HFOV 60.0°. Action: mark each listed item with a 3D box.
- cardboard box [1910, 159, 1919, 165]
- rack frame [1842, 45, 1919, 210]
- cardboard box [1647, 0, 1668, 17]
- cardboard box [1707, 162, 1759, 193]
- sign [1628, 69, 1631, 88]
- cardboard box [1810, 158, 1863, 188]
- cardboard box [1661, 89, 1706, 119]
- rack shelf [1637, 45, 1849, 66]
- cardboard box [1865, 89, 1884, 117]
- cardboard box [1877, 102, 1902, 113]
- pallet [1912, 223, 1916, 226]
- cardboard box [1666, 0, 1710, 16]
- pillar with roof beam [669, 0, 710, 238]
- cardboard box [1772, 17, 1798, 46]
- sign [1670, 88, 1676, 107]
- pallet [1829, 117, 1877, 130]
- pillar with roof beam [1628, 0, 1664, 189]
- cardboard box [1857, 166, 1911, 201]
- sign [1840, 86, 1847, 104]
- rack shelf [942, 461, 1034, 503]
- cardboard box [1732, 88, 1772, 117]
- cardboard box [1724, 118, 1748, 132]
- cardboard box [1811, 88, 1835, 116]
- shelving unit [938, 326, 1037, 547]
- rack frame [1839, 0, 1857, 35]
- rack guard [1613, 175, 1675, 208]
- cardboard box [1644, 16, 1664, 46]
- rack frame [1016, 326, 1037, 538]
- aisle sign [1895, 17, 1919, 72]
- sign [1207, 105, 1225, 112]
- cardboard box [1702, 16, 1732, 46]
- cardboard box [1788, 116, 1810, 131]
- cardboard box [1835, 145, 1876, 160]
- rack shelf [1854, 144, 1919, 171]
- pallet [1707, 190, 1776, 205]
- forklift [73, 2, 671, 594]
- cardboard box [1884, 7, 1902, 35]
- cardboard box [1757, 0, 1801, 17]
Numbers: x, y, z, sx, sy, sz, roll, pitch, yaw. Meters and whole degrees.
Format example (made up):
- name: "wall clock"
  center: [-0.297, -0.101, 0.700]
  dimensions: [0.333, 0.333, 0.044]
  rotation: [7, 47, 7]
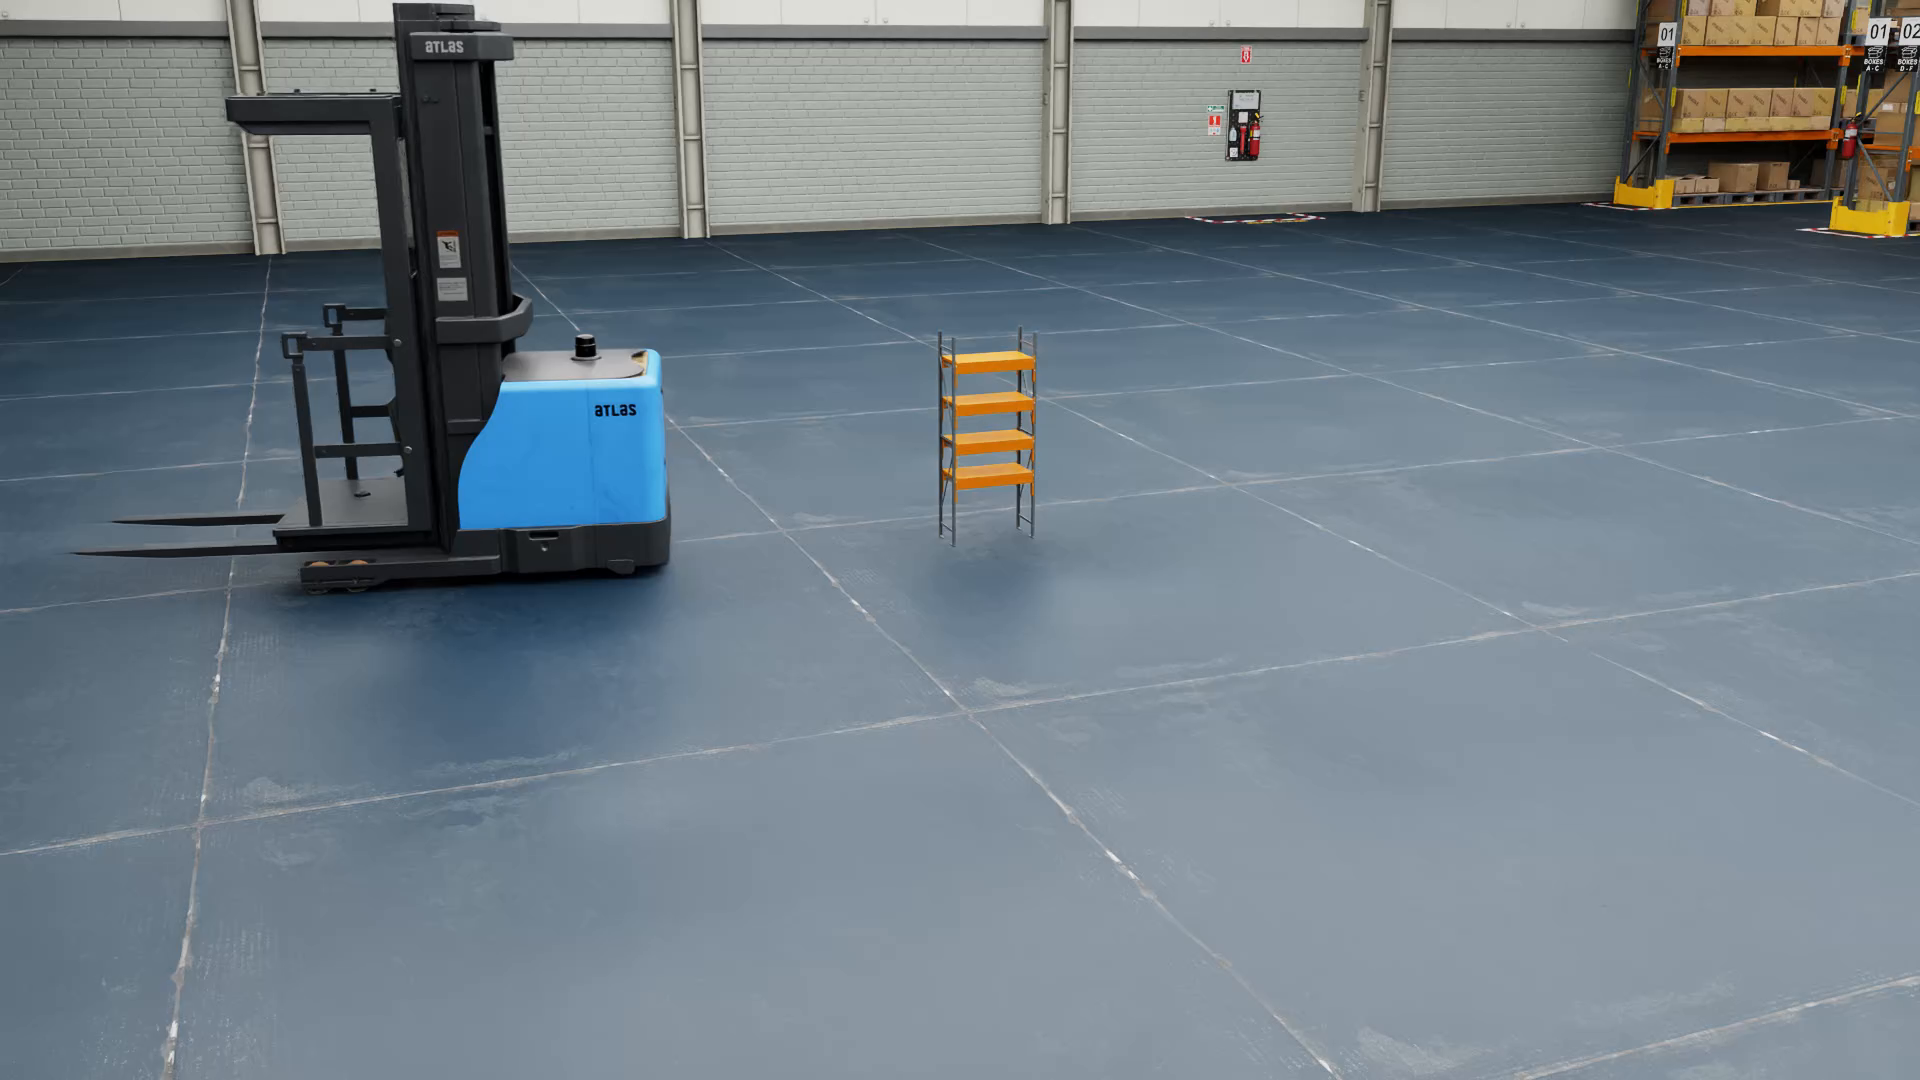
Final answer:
- name: "cardboard box"
  center: [18.274, -7.222, 32.522]
  dimensions: [0.500, 0.500, 0.700]
  rotation: [-6, 17, -20]
- name: "rack frame"
  center: [14.210, -6.266, 25.611]
  dimensions: [0.127, 3.000, 1.000]
  rotation: [-6, 17, -20]
- name: "cardboard box"
  center: [12.743, -9.657, 29.850]
  dimensions: [0.500, 0.500, 0.500]
  rotation: [-5, 17, -18]
- name: "cardboard box"
  center: [14.347, -6.745, 30.898]
  dimensions: [0.500, 0.500, 0.700]
  rotation: [-7, 18, -24]
- name: "sign"
  center: [12.254, -8.424, 30.345]
  dimensions: [0.005, 0.325, 0.100]
  rotation: [-6, 17, -20]
- name: "cardboard box"
  center: [16.850, -7.062, 31.979]
  dimensions: [0.500, 0.500, 0.700]
  rotation: [-6, 17, -18]
- name: "cardboard box"
  center: [12.987, -7.835, 29.855]
  dimensions: [0.500, 0.500, 0.500]
  rotation: [-6, 17, -20]
- name: "rack shelf"
  center: [14.301, -8.864, 30.414]
  dimensions: [4.000, 0.370, 1.077]
  rotation: [-6, 17, -20]
- name: "cardboard box"
  center: [17.181, -8.328, 31.675]
  dimensions: [0.500, 0.500, 0.700]
  rotation: [-4, 17, -14]
- name: "cardboard box"
  center: [14.498, -6.714, 25.808]
  dimensions: [0.250, 0.149, 0.380]
  rotation: [-6, 18, -21]
- name: "pallet"
  center: [16.046, -5.138, 26.719]
  dimensions: [1.213, 0.211, 1.003]
  rotation: [-6, 17, -20]
- name: "cardboard box"
  center: [12.880, -9.520, 29.382]
  dimensions: [0.500, 0.500, 0.500]
  rotation: [-8, 18, -24]
- name: "pillar with roof beam"
  center: [-2.490, -7.798, 20.181]
  dimensions: [0.400, 9.000, 9.100]
  rotation: [-6, 17, -20]
- name: "cardboard box"
  center: [14.805, -9.239, 30.201]
  dimensions: [0.500, 0.500, 0.500]
  rotation: [-7, 18, -22]
- name: "sign"
  center: [12.628, -7.841, 29.440]
  dimensions: [0.005, 0.325, 0.100]
  rotation: [-6, 17, -20]
- name: "pallet"
  center: [16.935, -7.919, 31.581]
  dimensions: [1.213, 0.211, 1.003]
  rotation: [-6, 17, -20]
- name: "pillar with roof beam"
  center: [14.318, -9.613, 26.361]
  dimensions: [0.400, 9.000, 9.100]
  rotation: [-6, 17, -20]
- name: "cardboard box"
  center: [14.604, -5.640, 26.284]
  dimensions: [0.500, 0.500, 0.500]
  rotation: [-6, 17, -20]
- name: "sign"
  center: [16.370, -8.245, 30.816]
  dimensions: [0.005, 0.325, 0.100]
  rotation: [-6, 17, -20]
- name: "rack shelf"
  center: [0.155, -0.337, 9.561]
  dimensions: [0.480, 0.148, 0.258]
  rotation: [-6, 17, -20]
- name: "cardboard box"
  center: [14.415, -7.988, 30.376]
  dimensions: [0.500, 0.500, 0.500]
  rotation: [-6, 17, -18]
- name: "cardboard box"
  center: [13.961, -7.578, 30.310]
  dimensions: [0.500, 0.250, 0.500]
  rotation: [-6, 18, -21]
- name: "cardboard box"
  center: [15.838, -8.140, 30.895]
  dimensions: [0.500, 0.500, 0.500]
  rotation: [-6, 17, -20]
- name: "shelving unit"
  center: [0.155, -0.592, 9.486]
  dimensions: [0.503, 1.200, 0.258]
  rotation: [-6, 17, -20]
- name: "rack frame"
  center: [16.169, -10.850, 30.576]
  dimensions: [0.127, 3.000, 1.000]
  rotation: [-6, 17, -20]
- name: "rack guard"
  center: [12.505, -6.377, 30.426]
  dimensions: [0.348, 0.500, 1.175]
  rotation: [-6, 17, -20]
- name: "cardboard box"
  center: [12.733, -9.174, 29.979]
  dimensions: [0.500, 0.500, 0.500]
  rotation: [-5, 17, -16]
- name: "rack frame"
  center: [0.382, -0.617, 9.570]
  dimensions: [0.015, 1.200, 0.240]
  rotation: [-6, 17, -20]
- name: "aisle sign"
  center: [14.258, -7.426, 24.948]
  dimensions: [0.004, 0.787, 0.394]
  rotation: [-6, 17, -20]
- name: "sign"
  center: [4.308, -7.264, 28.006]
  dimensions: [0.331, 0.109, 0.001]
  rotation: [-6, 17, -20]
- name: "cardboard box"
  center: [13.350, -9.078, 29.652]
  dimensions: [0.500, 0.500, 0.500]
  rotation: [-5, 17, -16]
- name: "cardboard box"
  center: [15.367, -7.734, 30.842]
  dimensions: [0.500, 0.250, 0.500]
  rotation: [-6, 17, -20]
- name: "cardboard box"
  center: [17.260, -7.467, 32.028]
  dimensions: [0.500, 0.250, 0.500]
  rotation: [-7, 18, -21]
- name: "rack shelf"
  center: [16.077, -6.122, 26.399]
  dimensions: [4.000, 0.370, 1.077]
  rotation: [-6, 17, -20]
- name: "pallet"
  center: [14.413, -6.433, 31.130]
  dimensions: [1.213, 0.211, 1.003]
  rotation: [-6, 17, -20]
- name: "forklift"
  center: [-3.134, -1.284, 8.770]
  dimensions: [3.031, 2.935, 1.130]
  rotation: [-3, 17, -9]
- name: "cardboard box"
  center: [17.860, -9.819, 31.465]
  dimensions: [0.500, 0.500, 0.500]
  rotation: [-7, 18, -22]
- name: "cardboard box"
  center: [14.806, -9.713, 30.040]
  dimensions: [0.500, 0.500, 0.500]
  rotation: [-7, 18, -22]
